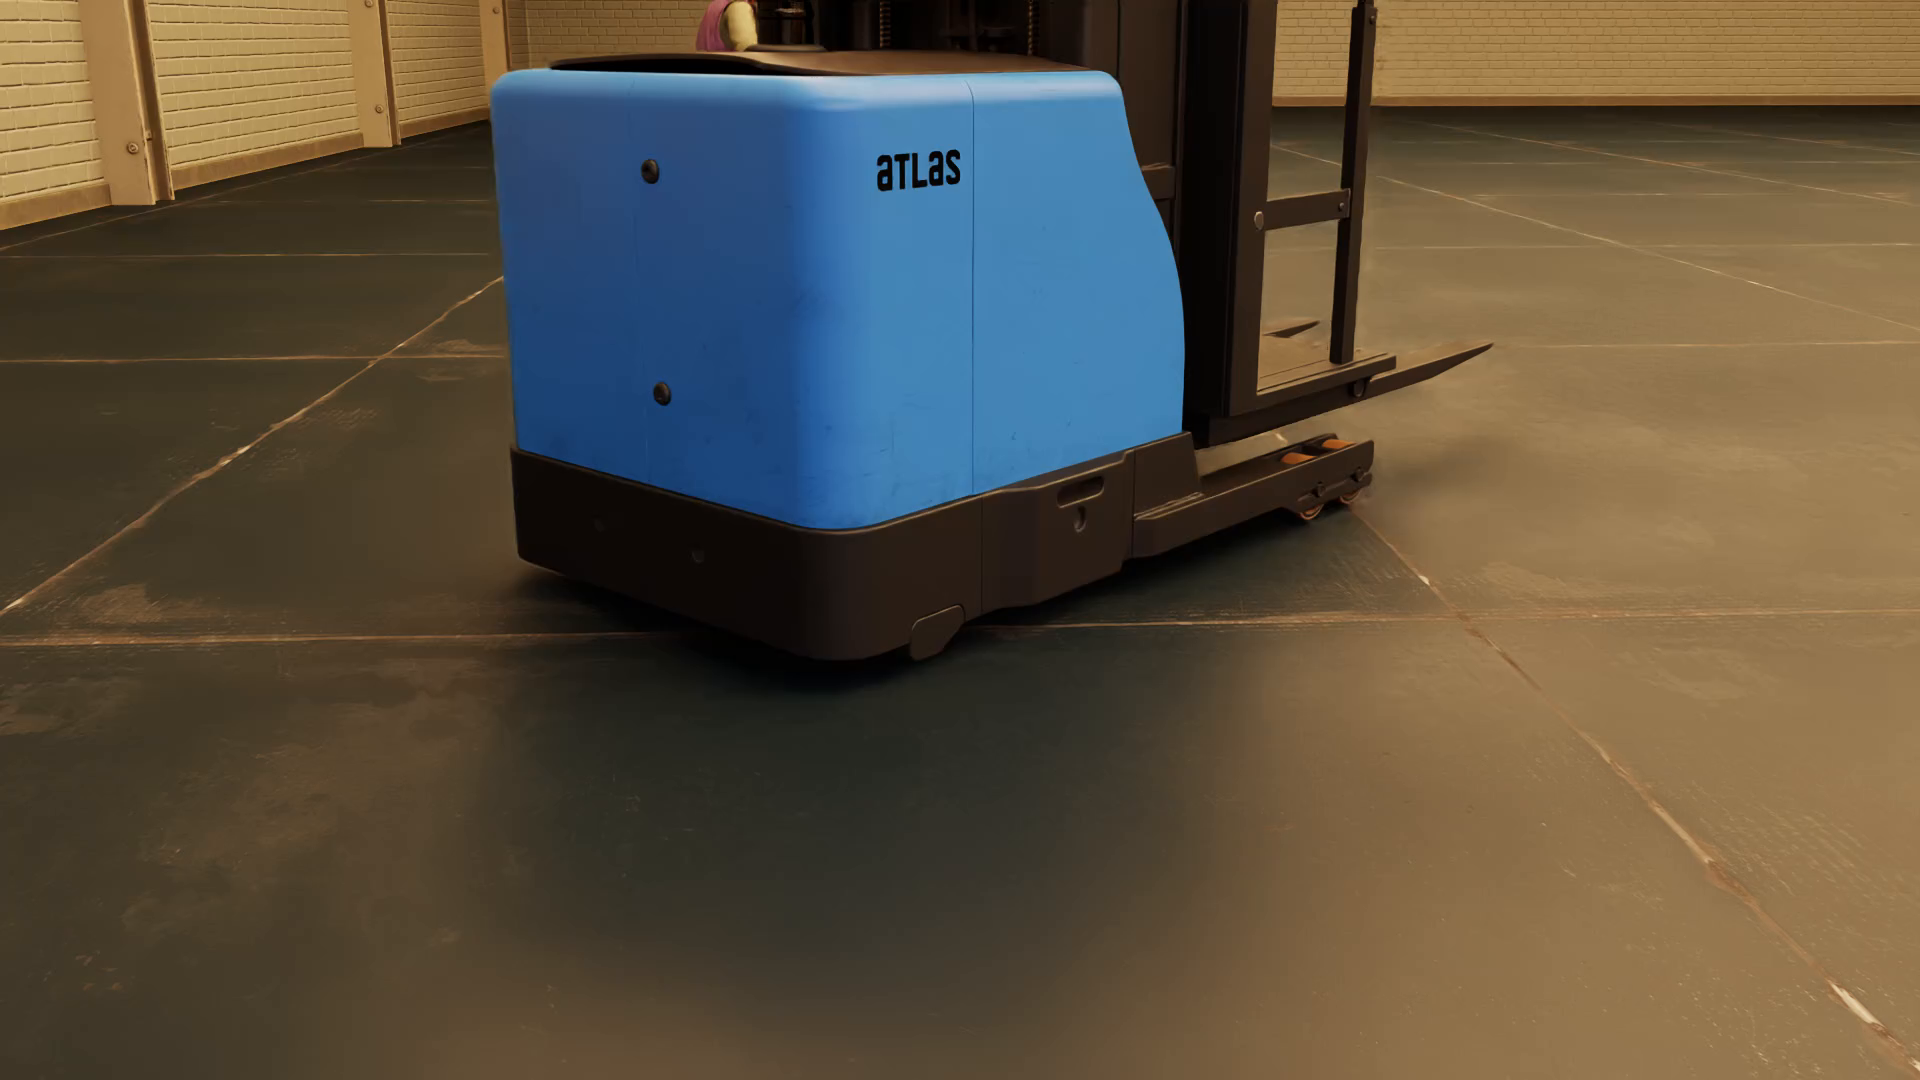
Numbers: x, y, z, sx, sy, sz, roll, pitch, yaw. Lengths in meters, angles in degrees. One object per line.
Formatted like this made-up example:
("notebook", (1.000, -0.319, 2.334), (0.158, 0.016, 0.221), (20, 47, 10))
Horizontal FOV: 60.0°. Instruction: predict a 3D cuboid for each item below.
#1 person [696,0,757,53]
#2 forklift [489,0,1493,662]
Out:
("person", (-0.684, -1.425, 6.096), (0.774, 1.474, 0.744), (-14, 22, -38))
("forklift", (0.401, -1.536, 3.930), (1.130, 2.935, 3.031), (15, 22, 39))
